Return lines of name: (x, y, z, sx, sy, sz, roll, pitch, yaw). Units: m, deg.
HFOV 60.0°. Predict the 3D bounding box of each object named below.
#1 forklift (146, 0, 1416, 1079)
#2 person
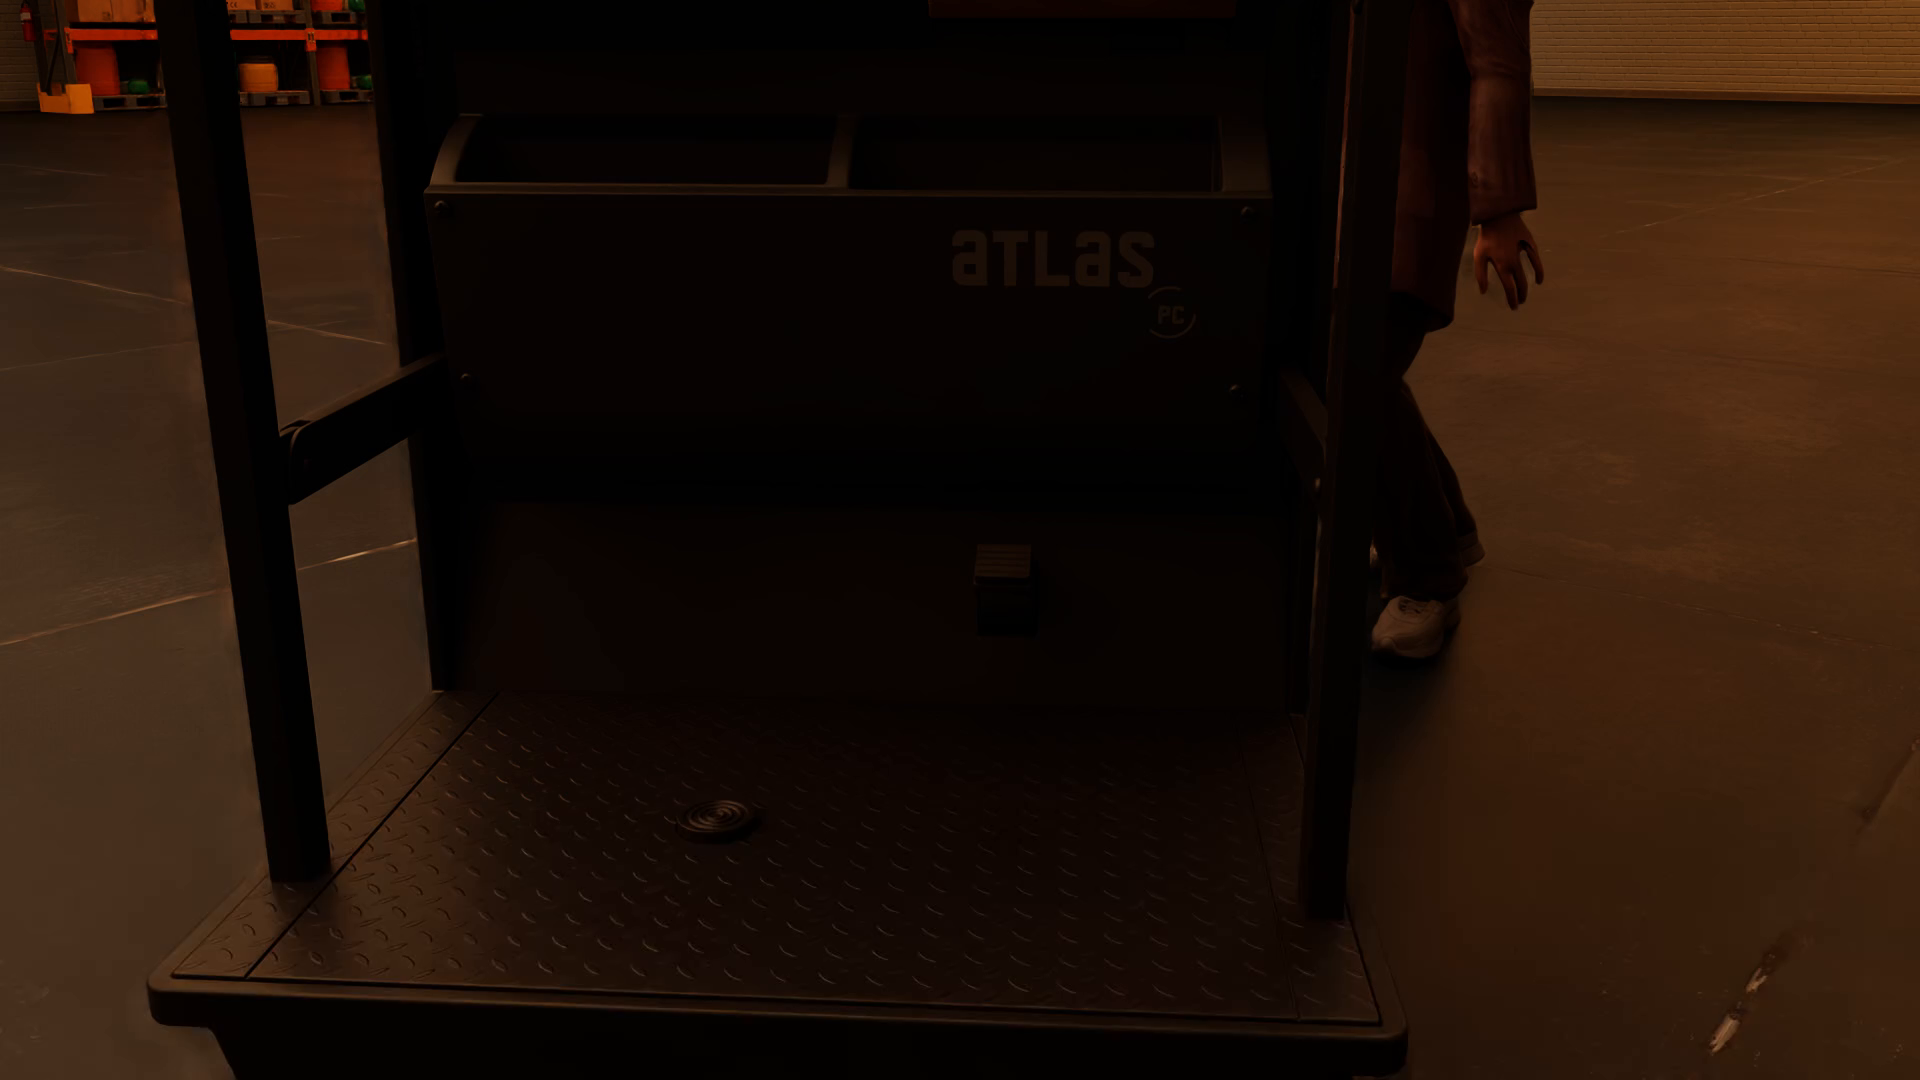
forklift: (-0.137, -0.800, 1.532, 1.130, 2.935, 3.031, 1, 17, 4)
person: (0.911, -0.690, 3.338, 0.529, 1.756, 0.932, 0, 17, -1)
